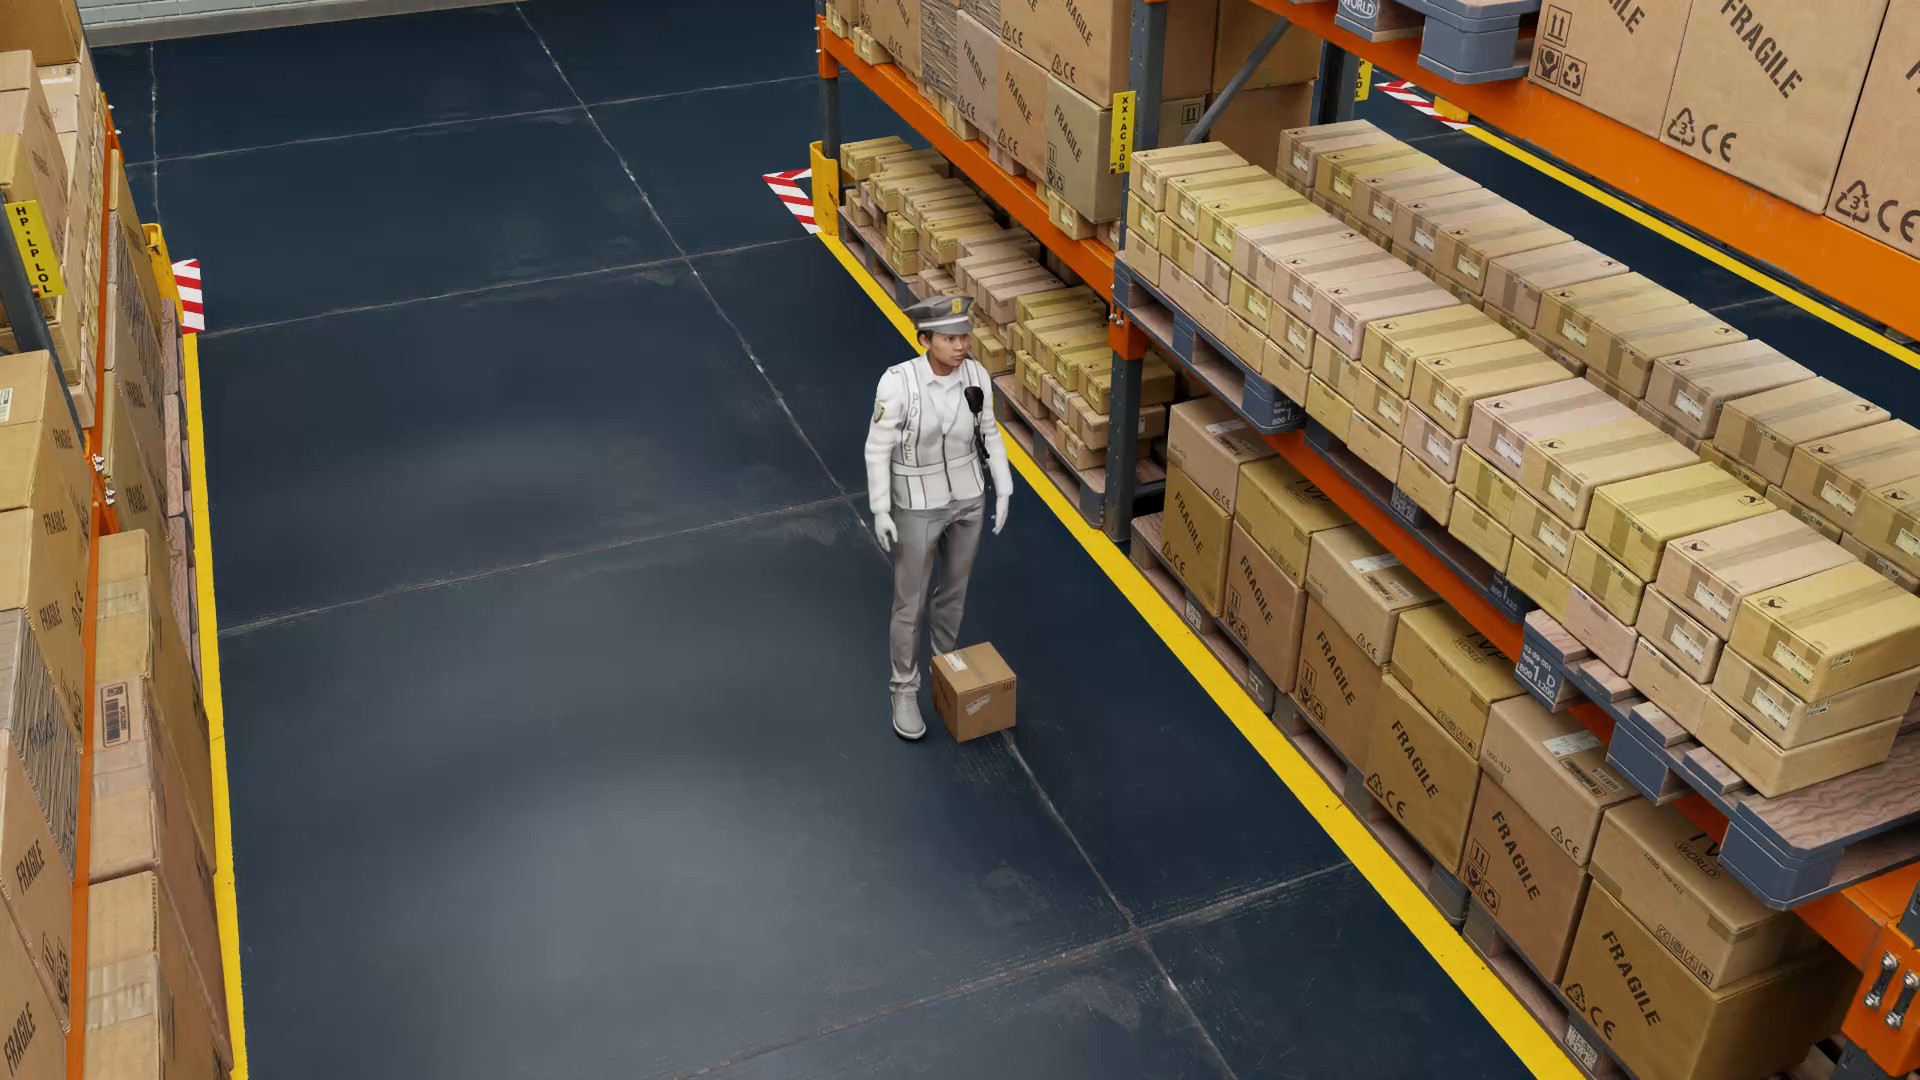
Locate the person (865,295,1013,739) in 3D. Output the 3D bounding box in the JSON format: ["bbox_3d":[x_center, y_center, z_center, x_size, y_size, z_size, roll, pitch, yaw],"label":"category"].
[{"bbox_3d":[-0.053,-0.111,6.262,0.586,1.694,0.531,-13,36,-19],"label":"person"}]
